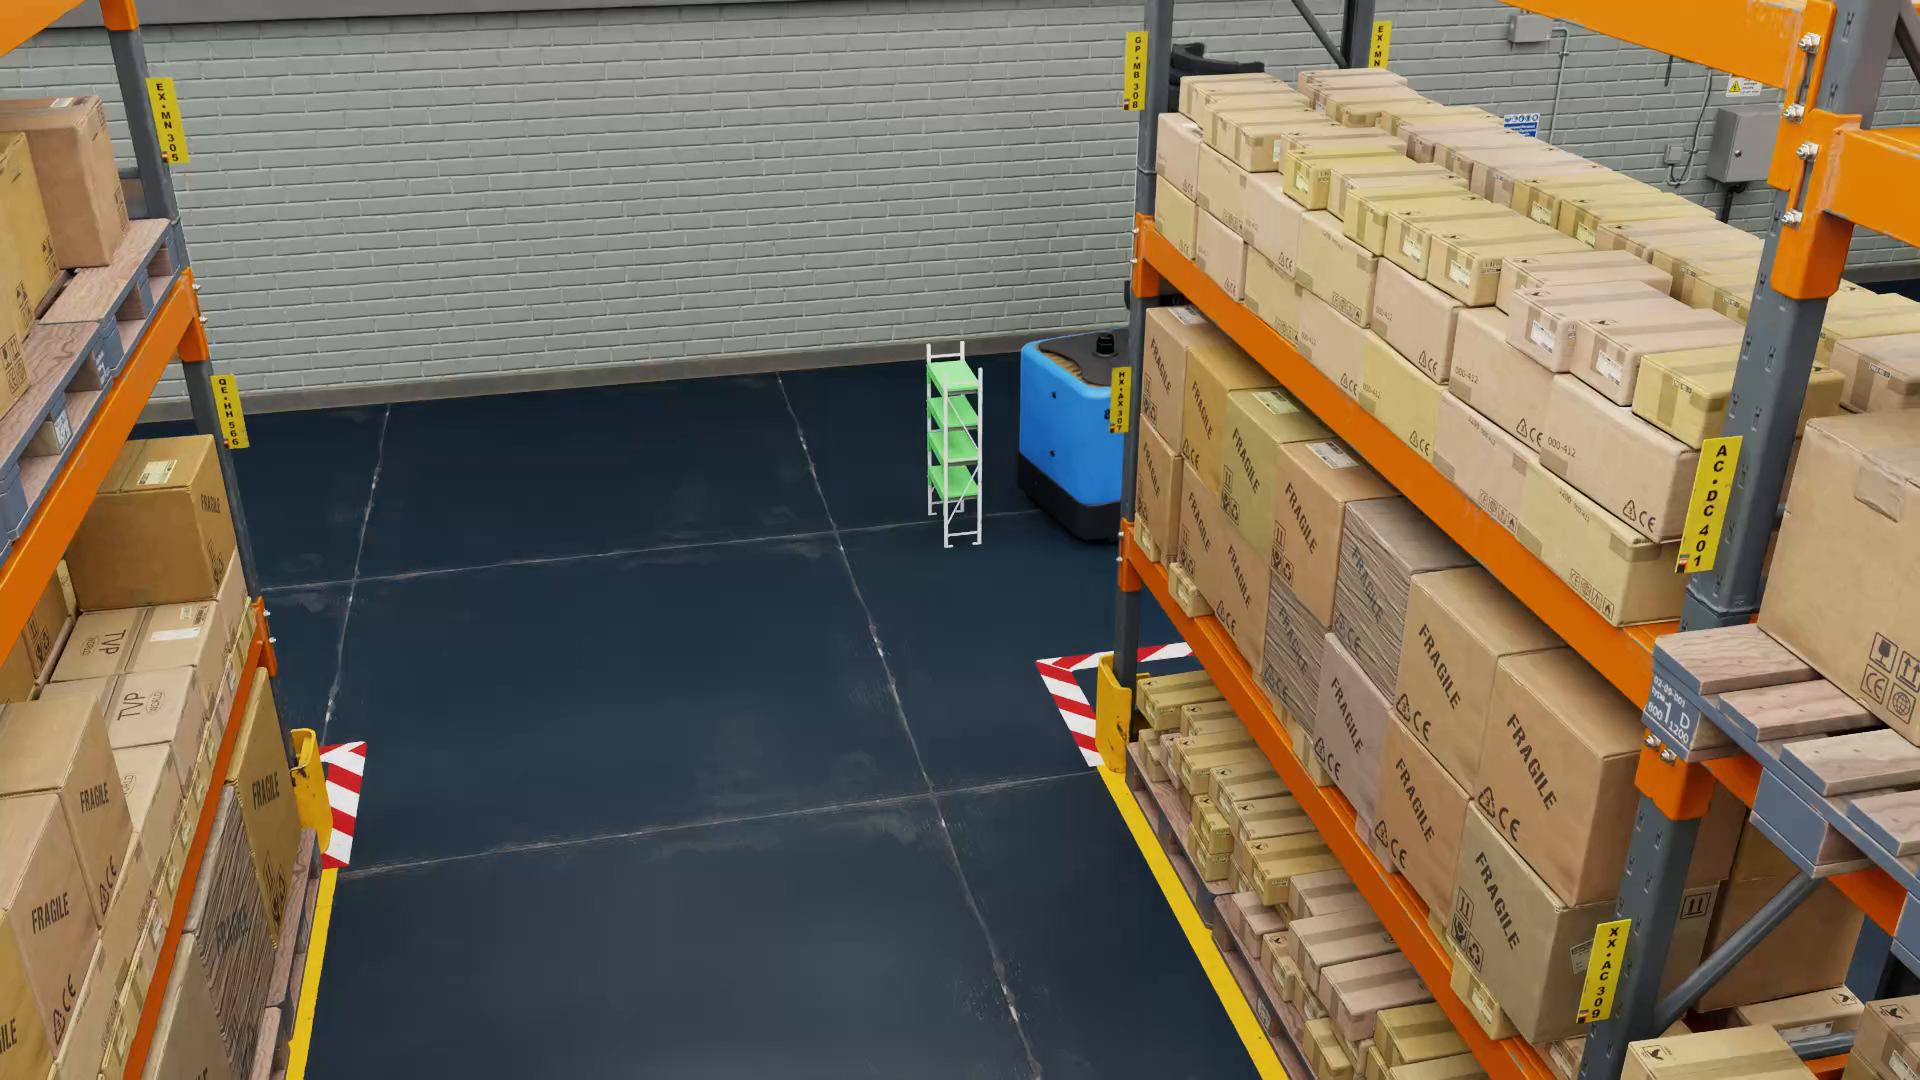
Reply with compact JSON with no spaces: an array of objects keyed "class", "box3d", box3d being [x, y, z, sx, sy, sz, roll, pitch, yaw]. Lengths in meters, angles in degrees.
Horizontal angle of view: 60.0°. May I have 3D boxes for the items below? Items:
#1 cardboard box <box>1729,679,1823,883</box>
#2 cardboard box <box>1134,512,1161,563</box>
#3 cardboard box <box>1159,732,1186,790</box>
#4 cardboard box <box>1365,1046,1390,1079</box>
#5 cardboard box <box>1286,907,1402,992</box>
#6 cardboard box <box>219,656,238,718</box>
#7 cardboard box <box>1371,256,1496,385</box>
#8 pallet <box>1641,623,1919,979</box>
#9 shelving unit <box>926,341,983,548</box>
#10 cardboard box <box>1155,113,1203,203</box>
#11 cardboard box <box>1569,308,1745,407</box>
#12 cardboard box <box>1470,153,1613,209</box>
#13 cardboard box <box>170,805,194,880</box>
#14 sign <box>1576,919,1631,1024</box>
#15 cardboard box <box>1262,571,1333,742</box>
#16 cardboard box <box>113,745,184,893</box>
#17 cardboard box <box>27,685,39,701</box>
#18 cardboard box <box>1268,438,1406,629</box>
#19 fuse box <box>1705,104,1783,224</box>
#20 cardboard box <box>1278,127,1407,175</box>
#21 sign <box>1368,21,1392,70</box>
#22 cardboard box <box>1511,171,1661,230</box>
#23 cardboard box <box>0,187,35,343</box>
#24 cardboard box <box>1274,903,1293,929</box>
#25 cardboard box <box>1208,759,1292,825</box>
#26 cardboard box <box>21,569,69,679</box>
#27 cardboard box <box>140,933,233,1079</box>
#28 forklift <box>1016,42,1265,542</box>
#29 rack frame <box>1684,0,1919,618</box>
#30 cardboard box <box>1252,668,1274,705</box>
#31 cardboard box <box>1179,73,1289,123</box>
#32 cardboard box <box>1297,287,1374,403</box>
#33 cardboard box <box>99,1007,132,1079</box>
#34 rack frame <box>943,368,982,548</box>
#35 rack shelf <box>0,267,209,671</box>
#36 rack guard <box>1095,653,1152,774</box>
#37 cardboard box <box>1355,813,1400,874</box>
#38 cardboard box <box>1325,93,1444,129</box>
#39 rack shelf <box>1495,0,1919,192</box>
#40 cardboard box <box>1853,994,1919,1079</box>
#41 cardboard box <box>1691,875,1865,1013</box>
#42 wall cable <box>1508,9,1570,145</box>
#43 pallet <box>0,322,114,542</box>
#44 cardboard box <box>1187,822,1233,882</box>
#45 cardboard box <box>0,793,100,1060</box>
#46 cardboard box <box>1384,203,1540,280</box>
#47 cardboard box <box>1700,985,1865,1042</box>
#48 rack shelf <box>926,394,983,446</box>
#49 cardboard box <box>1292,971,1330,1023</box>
[{"class":"cardboard box","box3d":[2.316,0.590,4.702,0.500,0.500,0.500,-5,27,-10]},{"class":"cardboard box","box3d":[1.032,-0.032,7.764,0.380,0.149,0.250,-6,27,-12]},{"class":"cardboard box","box3d":[1.153,1.015,7.779,0.380,0.149,0.250,-6,27,-12]},{"class":"cardboard box","box3d":[1.688,1.929,5.967,0.380,0.149,0.250,-6,27,-11]},{"class":"cardboard box","box3d":[1.481,1.561,6.366,0.380,0.149,0.250,-7,28,-13]},{"class":"cardboard box","box3d":[-3.059,0.599,6.512,0.380,0.149,0.250,-6,27,-11]},{"class":"cardboard box","box3d":[1.601,-0.694,5.079,0.500,0.250,0.500,-5,27,-9]},{"class":"pallet","box3d":[2.216,0.463,3.384,1.213,0.211,1.003,-6,27,-12]},{"class":"shelving unit","box3d":[-0.037,-0.608,10.624,0.258,1.200,0.503,-6,27,-12]},{"class":"cardboard box","box3d":[1.127,-1.592,6.857,0.500,0.250,0.500,-6,27,-11]},{"class":"cardboard box","box3d":[1.774,-0.462,4.176,0.380,0.149,0.250,-5,27,-10]},{"class":"cardboard box","box3d":[1.965,-1.199,5.637,0.380,0.149,0.250,-7,28,-13]},{"class":"cardboard box","box3d":[-2.831,1.046,5.628,0.380,0.149,0.250,-5,27,-11]},{"class":"sign","box3d":[1.653,1.108,4.265,0.100,0.325,0.005,-6,27,-12]},{"class":"cardboard box","box3d":[1.475,0.400,6.188,0.500,0.500,0.500,-7,28,-13]},{"class":"cardboard box","box3d":[-2.859,0.934,5.407,0.500,0.250,0.500,-6,27,-12]},{"class":"cardboard box","box3d":[-3.498,0.760,5.751,0.500,0.250,0.500,-7,28,-13]},{"class":"cardboard box","box3d":[1.455,-0.045,5.959,0.500,0.500,0.500,-7,28,-13]},{"class":"fuse box","box3d":[6.865,-2.914,14.624,0.539,1.711,0.414,-6,27,-12]},{"class":"cardboard box","box3d":[1.375,-1.378,5.992,0.380,0.149,0.250,-5,27,-10]},{"class":"sign","box3d":[1.824,-2.102,7.274,0.100,0.325,0.005,-6,27,-12]},{"class":"cardboard box","box3d":[2.029,-1.085,5.411,0.380,0.149,0.250,-7,28,-13]},{"class":"cardboard box","box3d":[-3.234,-0.772,4.934,0.700,0.500,0.500,-8,28,-15]},{"class":"cardboard box","box3d":[1.501,1.458,6.899,0.380,0.149,0.250,-5,27,-9]},{"class":"cardboard box","box3d":[1.314,1.097,7.285,0.380,0.149,0.250,-7,28,-14]},{"class":"cardboard box","box3d":[-3.619,0.196,6.036,0.500,0.500,0.500,-7,28,-13]},{"class":"cardboard box","box3d":[-2.949,1.964,5.423,0.875,0.875,0.875,-6,27,-12]},{"class":"forklift","box3d":[1.947,-1.725,10.915,3.031,2.935,1.130,-11,29,-22]},{"class":"rack frame","box3d":[2.180,-1.242,3.224,1.000,3.000,0.127,-6,27,-12]},{"class":"cardboard box","box3d":[1.396,0.532,6.647,0.380,0.149,0.250,-6,27,-13]},{"class":"cardboard box","box3d":[1.130,-1.828,6.883,0.380,0.149,0.250,-6,27,-12]},{"class":"cardboard box","box3d":[1.480,-0.685,5.615,0.500,0.250,0.500,-6,27,-12]},{"class":"cardboard box","box3d":[-2.598,1.498,4.732,0.380,0.149,0.250,-7,28,-13]},{"class":"rack frame","box3d":[0.018,-0.501,10.411,0.240,1.200,0.015,-6,27,-12]},{"class":"rack shelf","box3d":[-3.126,0.000,4.891,1.077,0.370,4.000,-6,27,-12]},{"class":"rack guard","box3d":[1.296,0.829,8.552,1.175,0.500,0.348,-6,27,-12]},{"class":"cardboard box","box3d":[1.597,0.989,5.740,0.380,0.149,0.250,-7,28,-14]},{"class":"cardboard box","box3d":[1.659,-1.646,6.523,0.380,0.149,0.250,-7,28,-13]},{"class":"rack shelf","box3d":[1.730,-1.797,5.126,1.077,0.370,4.000,-6,27,-12]},{"class":"cardboard box","box3d":[2.461,1.252,4.094,0.380,0.149,0.250,-5,27,-9]},{"class":"cardboard box","box3d":[2.314,1.016,4.968,0.500,0.500,0.500,-6,27,-13]},{"class":"wall cable","box3d":[4.785,-3.807,13.802,0.585,1.953,0.123,-6,27,-12]},{"class":"pallet","box3d":[-3.121,-0.299,4.783,1.003,0.211,1.213,-6,27,-12]},{"class":"cardboard box","box3d":[1.237,1.366,7.412,0.380,0.149,0.250,-6,27,-11]},{"class":"cardboard box","box3d":[-2.637,1.042,4.361,0.500,0.500,0.500,-6,27,-12]},{"class":"cardboard box","box3d":[1.527,-0.912,5.068,0.380,0.149,0.250,-6,27,-12]},{"class":"cardboard box","box3d":[2.435,1.391,4.945,0.380,0.149,0.250,-5,27,-10]},{"class":"rack shelf","box3d":[-0.037,-0.766,10.544,0.258,0.148,0.480,-6,27,-12]},{"class":"cardboard box","box3d":[1.533,1.808,6.537,0.380,0.149,0.250,-5,27,-11]}]
